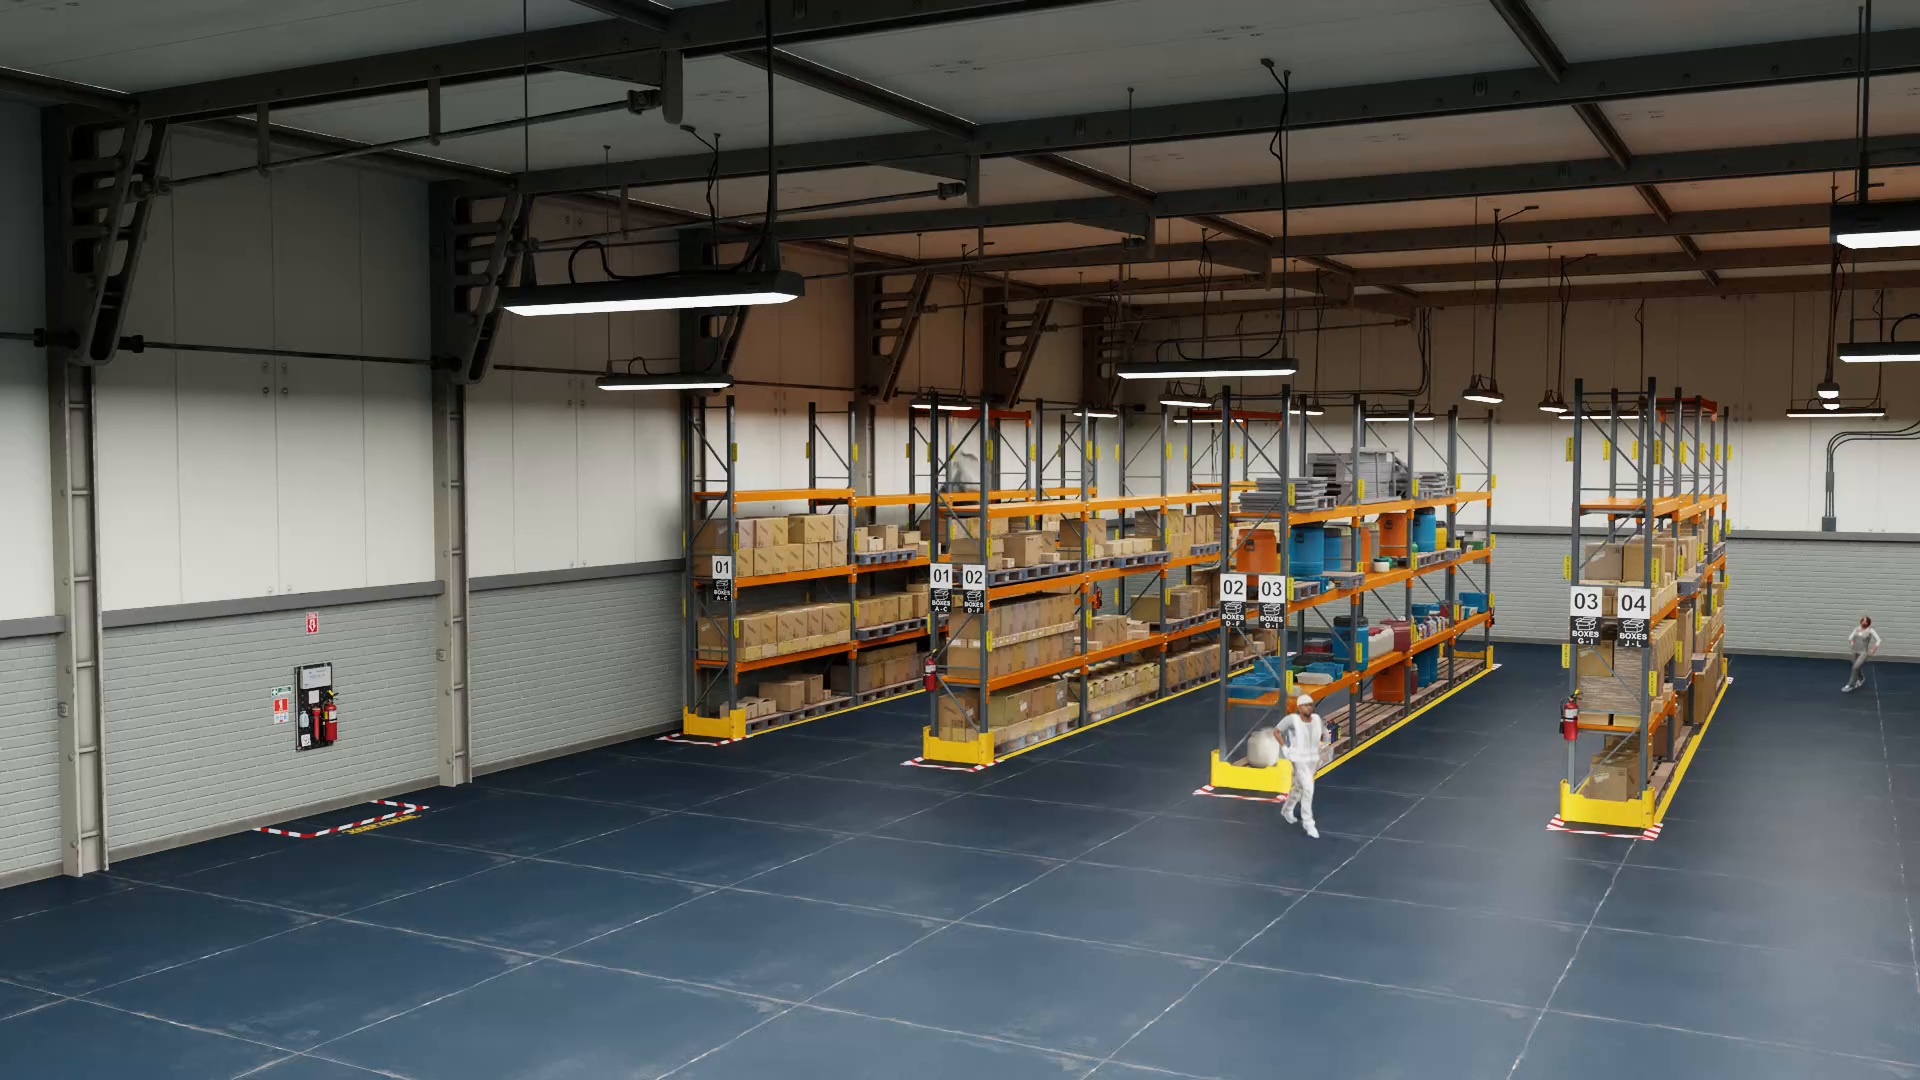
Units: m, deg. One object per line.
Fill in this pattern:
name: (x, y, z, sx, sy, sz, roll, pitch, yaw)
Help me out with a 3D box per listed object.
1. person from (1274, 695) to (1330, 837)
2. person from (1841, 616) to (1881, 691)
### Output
person: (4.558, 2.956, 22.039, 0.650, 1.844, 0.817, -2, 3, -29)
person: (18.826, 2.368, 34.705, 0.849, 1.564, 0.604, -2, 4, -33)
